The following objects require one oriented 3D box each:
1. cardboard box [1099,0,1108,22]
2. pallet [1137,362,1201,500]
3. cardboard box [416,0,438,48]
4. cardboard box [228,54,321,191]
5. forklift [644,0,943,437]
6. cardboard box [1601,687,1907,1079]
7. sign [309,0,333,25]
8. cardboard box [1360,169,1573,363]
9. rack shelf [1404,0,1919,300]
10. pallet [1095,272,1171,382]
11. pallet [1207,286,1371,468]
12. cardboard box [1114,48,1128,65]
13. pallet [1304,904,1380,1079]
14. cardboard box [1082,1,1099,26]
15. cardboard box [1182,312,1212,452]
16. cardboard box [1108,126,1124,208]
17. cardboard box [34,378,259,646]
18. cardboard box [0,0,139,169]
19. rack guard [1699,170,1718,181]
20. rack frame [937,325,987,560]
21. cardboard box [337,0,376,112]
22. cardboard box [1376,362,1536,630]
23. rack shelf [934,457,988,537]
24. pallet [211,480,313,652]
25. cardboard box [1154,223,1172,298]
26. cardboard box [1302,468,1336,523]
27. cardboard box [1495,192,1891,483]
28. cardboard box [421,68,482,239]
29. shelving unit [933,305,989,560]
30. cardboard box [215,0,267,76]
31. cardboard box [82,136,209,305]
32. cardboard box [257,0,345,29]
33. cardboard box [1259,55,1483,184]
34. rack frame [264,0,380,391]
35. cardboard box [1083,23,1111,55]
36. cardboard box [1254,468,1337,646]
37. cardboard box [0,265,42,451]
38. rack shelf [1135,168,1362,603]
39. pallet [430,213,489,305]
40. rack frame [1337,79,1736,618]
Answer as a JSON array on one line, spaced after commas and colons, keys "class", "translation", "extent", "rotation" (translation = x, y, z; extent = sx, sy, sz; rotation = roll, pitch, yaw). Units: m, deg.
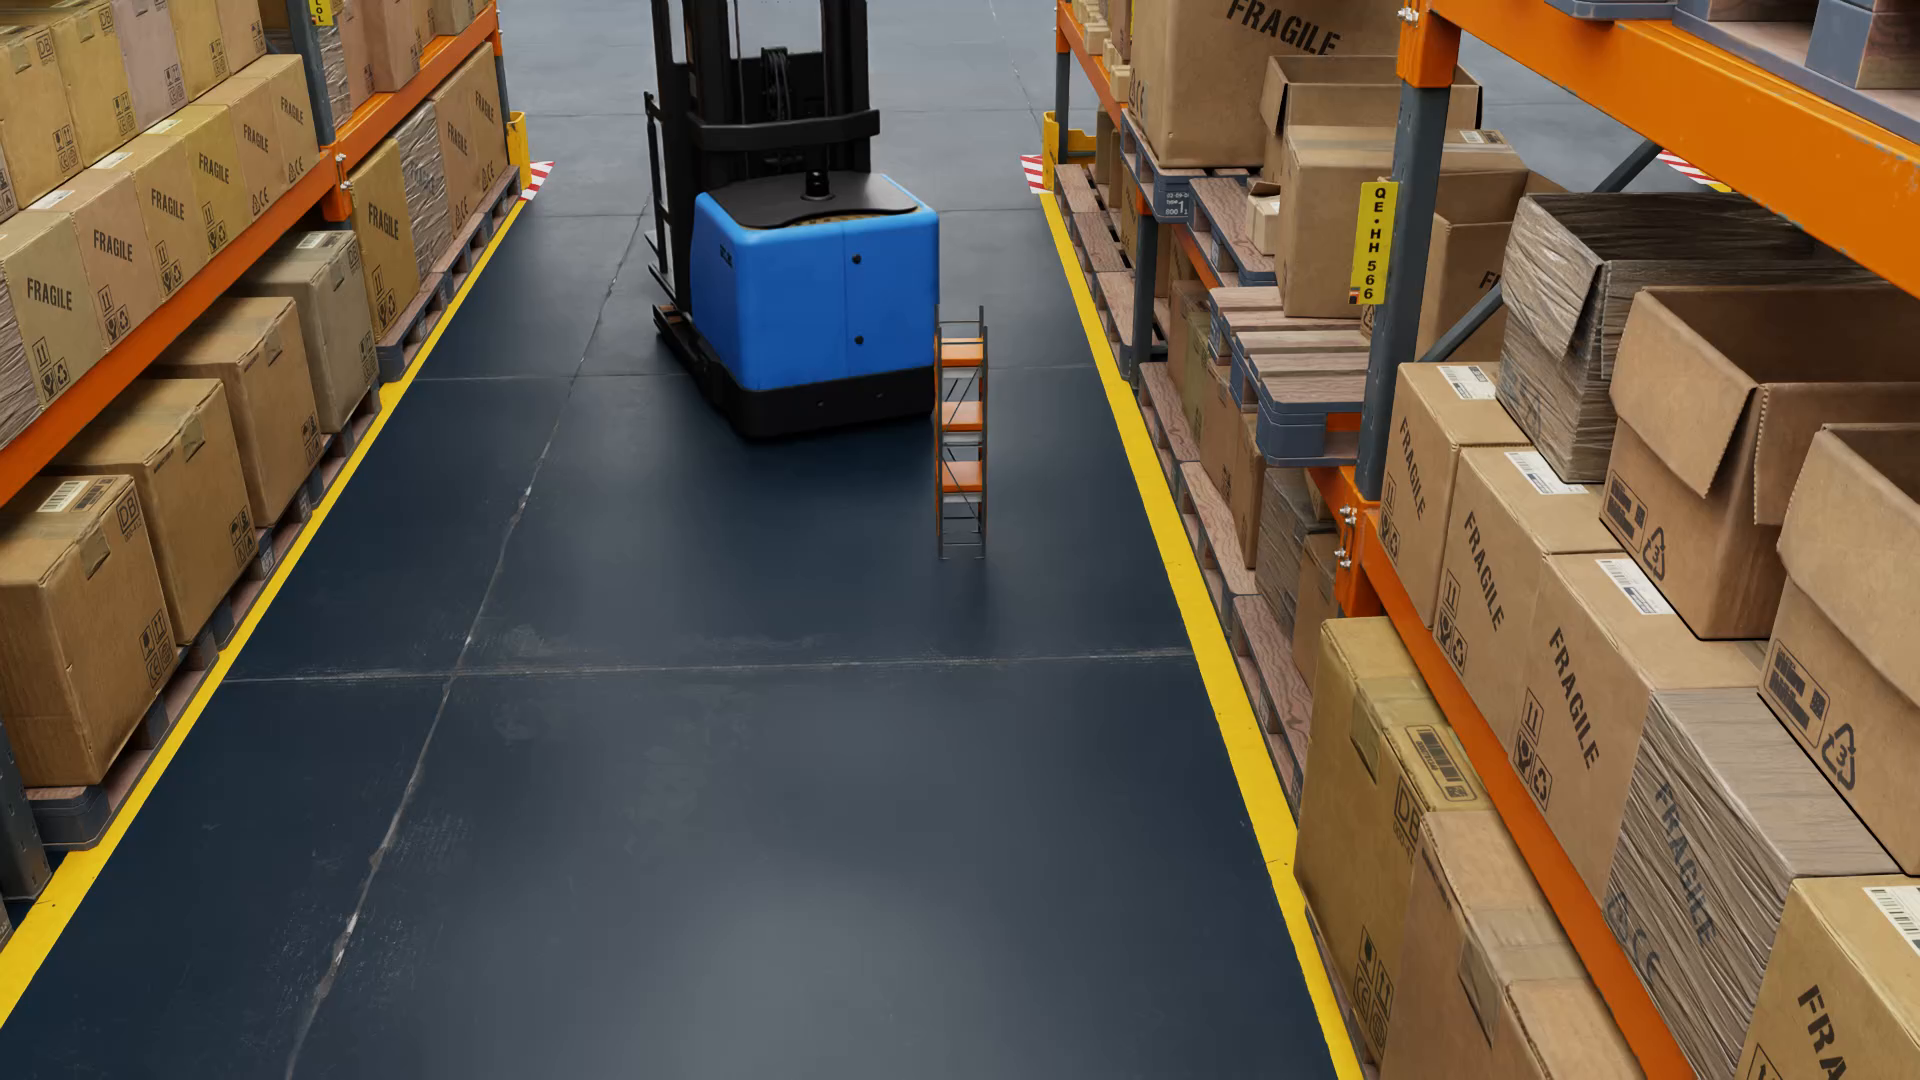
[{"class": "cardboard box", "translation": [1.327, -3.461, 10.213], "extent": [0.875, 0.500, 0.500], "rotation": [-1, 28, -3]}, {"class": "pallet", "translation": [1.448, -0.557, 8.089], "extent": [1.003, 0.211, 1.213], "rotation": [-1, 28, -3]}, {"class": "cardboard box", "translation": [-3.742, -3.308, 10.186], "extent": [0.875, 0.550, 0.550], "rotation": [-1, 28, -3]}, {"class": "cardboard box", "translation": [-3.258, -1.889, 7.521], "extent": [0.500, 0.500, 0.500], "rotation": [-2, 28, -3]}, {"class": "forklift", "translation": [-1.107, -2.458, 8.794], "extent": [1.130, 2.935, 3.031], "rotation": [-11, 29, -19]}, {"class": "cardboard box", "translation": [1.452, 0.587, 2.773], "extent": [0.500, 0.500, 0.500], "rotation": [-1, 28, -2]}, {"class": "sign", "translation": [-3.011, -2.575, 7.778], "extent": [0.100, 0.325, 0.005], "rotation": [-1, 28, -3]}, {"class": "cardboard box", "translation": [1.547, -0.784, 4.948], "extent": [0.500, 0.500, 0.500], "rotation": [-5, 28, -9]}, {"class": "rack shelf", "translation": [1.719, -0.393, 2.294], "extent": [1.077, 0.370, 4.000], "rotation": [-1, 28, -3]}, {"class": "pallet", "translation": [1.336, -1.225, 9.371], "extent": [1.003, 0.211, 1.213], "rotation": [-1, 28, -3]}, {"class": "pallet", "translation": [1.471, -0.547, 5.262], "extent": [1.213, 0.211, 1.003], "rotation": [-1, 28, -3]}, {"class": "cardboard box", "translation": [1.086, -2.712, 9.477], "extent": [0.380, 0.149, 0.250], "rotation": [-1, 28, -3]}, {"class": "pallet", "translation": [1.581, 1.297, 4.535], "extent": [1.003, 0.211, 1.213], "rotation": [-1, 28, -3]}, {"class": "cardboard box", "translation": [1.000, -3.404, 10.805], "extent": [0.380, 0.149, 0.250], "rotation": [-1, 28, -3]}, {"class": "cardboard box", "translation": [1.423, -0.735, 7.642], "extent": [0.700, 0.500, 0.500], "rotation": [-2, 28, -3]}, {"class": "cardboard box", "translation": [1.279, -2.514, 11.075], "extent": [0.500, 0.500, 0.500], "rotation": [6, 28, 11]}, {"class": "cardboard box", "translation": [-3.334, -0.108, 6.192], "extent": [1.050, 0.750, 0.750], "rotation": [-1, 28, -2]}, {"class": "cardboard box", "translation": [-3.441, -1.634, 5.950], "extent": [0.700, 0.500, 0.500], "rotation": [-2, 28, -3]}, {"class": "rack guard", "translation": [6.194, -2.977, 12.418], "extent": [1.175, 0.500, 0.348], "rotation": [-1, 28, -3]}, {"class": "rack frame", "translation": [0.009, -0.384, 6.852], "extent": [0.200, 1.050, 0.008], "rotation": [-1, 28, -3]}, {"class": "cardboard box", "translation": [-3.635, -2.570, 8.771], "extent": [0.875, 0.550, 0.550], "rotation": [-1, 28, -3]}, {"class": "cardboard box", "translation": [1.369, -0.119, 4.126], "extent": [0.500, 0.500, 0.500], "rotation": [-1, 28, -1]}, {"class": "rack shelf", "translation": [0.003, -0.185, 7.093], "extent": [0.215, 0.259, 0.240], "rotation": [-1, 28, -3]}, {"class": "pallet", "translation": [-3.370, 0.076, 6.876], "extent": [1.003, 0.211, 1.213], "rotation": [-1, 28, -3]}, {"class": "cardboard box", "translation": [1.388, -1.680, 9.477], "extent": [0.500, 0.500, 0.500], "rotation": [7, 28, 14]}, {"class": "cardboard box", "translation": [1.512, -0.278, 5.956], "extent": [0.500, 0.250, 0.500], "rotation": [2, 28, 3]}, {"class": "cardboard box", "translation": [1.637, -0.456, 3.688], "extent": [0.797, 0.503, 0.637], "rotation": [0, 28, -1]}, {"class": "cardboard box", "translation": [-3.612, -2.453, 10.553], "extent": [0.875, 0.875, 0.875], "rotation": [-2, 28, -3]}, {"class": "shelving unit", "translation": [0.003, -0.441, 6.960], "extent": [0.215, 1.050, 0.252], "rotation": [-1, 28, -3]}, {"class": "cardboard box", "translation": [-3.521, -2.338, 7.300], "extent": [0.700, 0.500, 0.500], "rotation": [-2, 28, -4]}, {"class": "cardboard box", "translation": [-3.176, -1.188, 6.176], "extent": [0.500, 0.500, 0.500], "rotation": [-2, 28, -3]}, {"class": "cardboard box", "translation": [-3.537, -2.796, 8.037], "extent": [0.875, 0.550, 0.550], "rotation": [-1, 28, -3]}, {"class": "cardboard box", "translation": [1.589, -1.586, 6.482], "extent": [0.797, 0.503, 0.637], "rotation": [1, 28, 3]}, {"class": "rack frame", "translation": [-3.552, -2.079, 7.993], "extent": [1.000, 3.000, 0.127], "rotation": [-1, 28, -3]}, {"class": "cardboard box", "translation": [0.956, -3.056, 10.137], "extent": [0.380, 0.149, 0.250], "rotation": [-1, 28, -3]}, {"class": "cardboard box", "translation": [1.518, 0.043, 6.151], "extent": [0.700, 0.500, 0.500], "rotation": [-4, 28, -7]}, {"class": "cardboard box", "translation": [-3.097, -0.490, 4.838], "extent": [0.500, 0.500, 0.500], "rotation": [-1, 28, -2]}, {"class": "rack shelf", "translation": [1.511, -0.910, 6.529], "extent": [1.077, 0.370, 4.000], "rotation": [-1, 28, -3]}, {"class": "pallet", "translation": [-3.581, -1.761, 10.398], "extent": [1.003, 0.211, 1.213], "rotation": [-1, 28, -3]}, {"class": "rack frame", "translation": [1.615, -0.305, 4.592], "extent": [1.000, 3.000, 0.127], "rotation": [-1, 28, -3]}]
